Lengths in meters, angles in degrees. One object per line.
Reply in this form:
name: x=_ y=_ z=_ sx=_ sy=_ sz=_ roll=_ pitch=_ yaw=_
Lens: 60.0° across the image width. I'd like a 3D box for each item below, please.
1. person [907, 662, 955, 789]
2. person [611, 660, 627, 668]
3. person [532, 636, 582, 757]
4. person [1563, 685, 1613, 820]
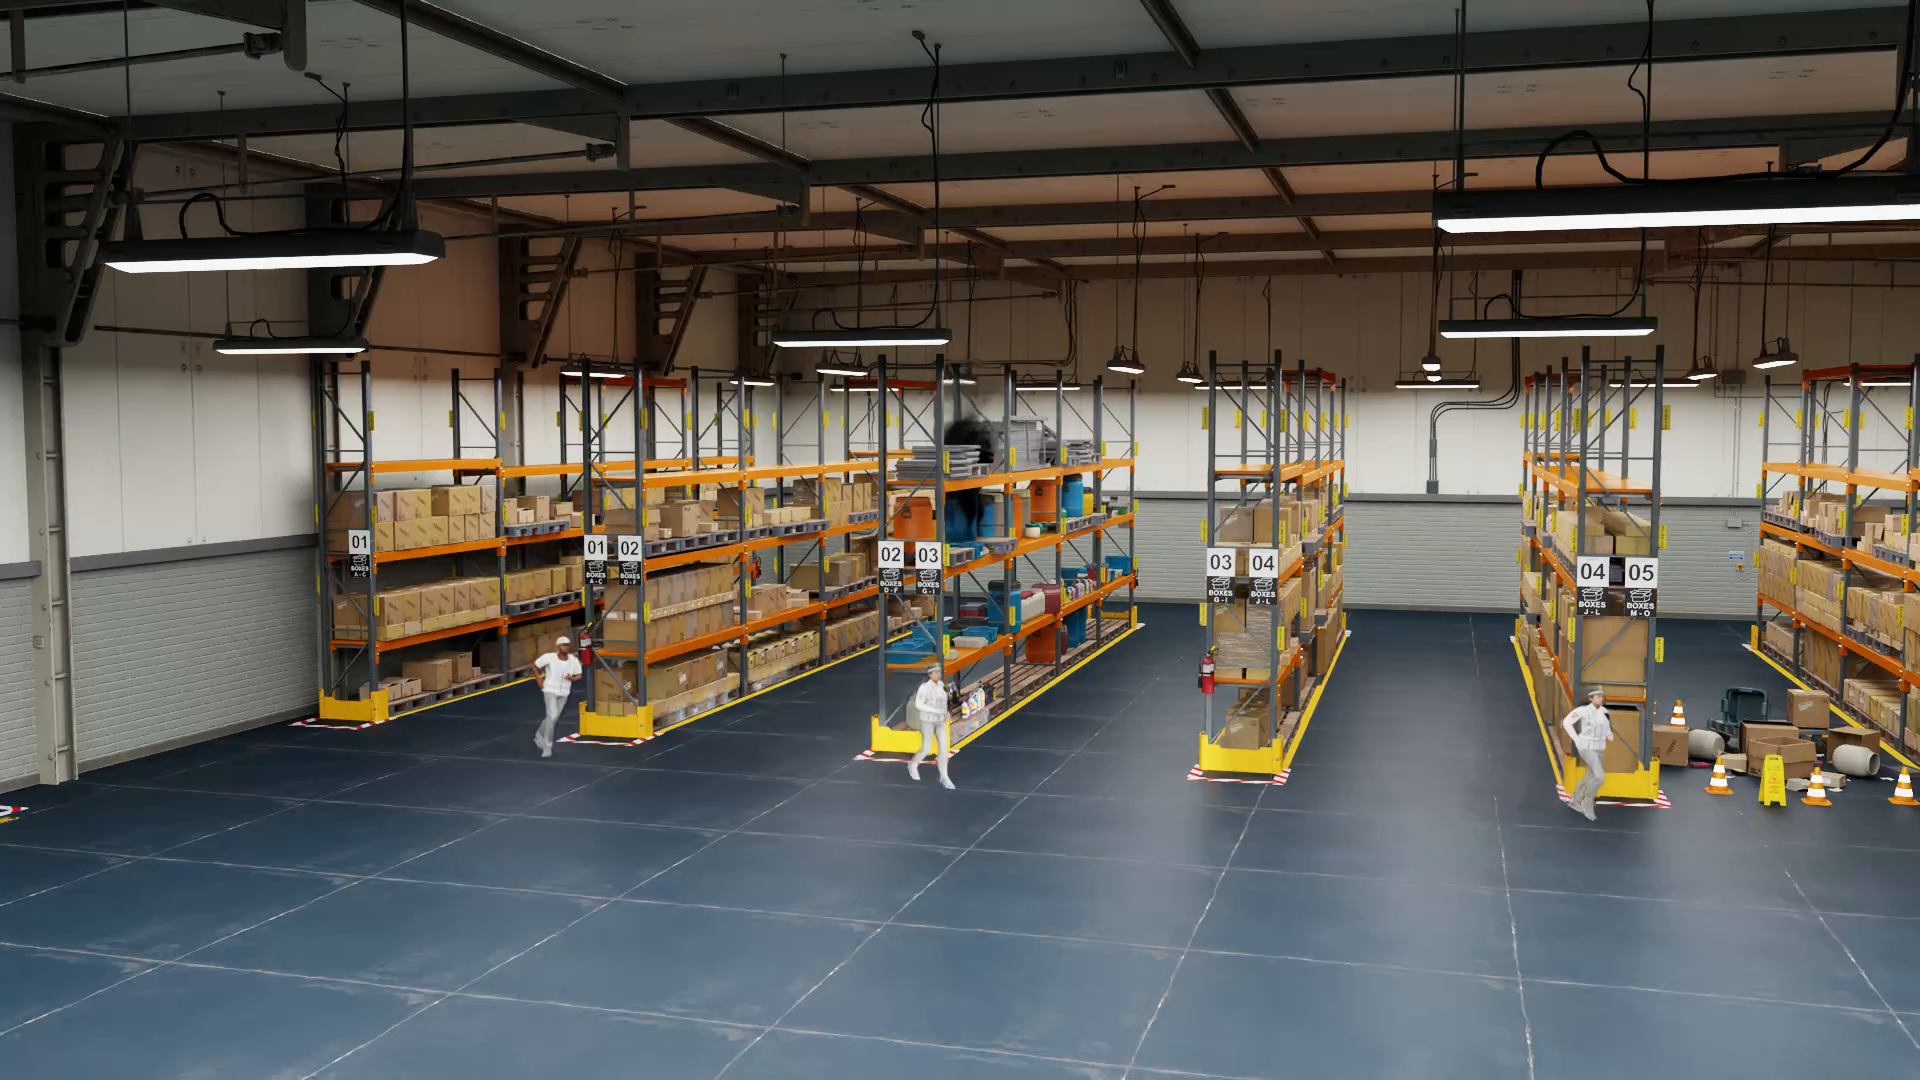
person: x=-0.384 y=2.522 z=22.888 sx=0.633 sy=1.723 sz=0.826 roll=-4 pitch=5 yaw=-41
person: x=-6.347 y=1.890 z=31.088 sx=0.665 sy=1.754 sz=0.945 roll=0 pitch=4 yaw=4
person: x=-6.122 y=2.351 z=25.218 sx=0.728 sy=1.814 sz=0.728 roll=-3 pitch=5 yaw=-39
person: x=7.948 y=2.671 z=20.981 sx=0.572 sy=1.720 sz=0.655 roll=-2 pitch=5 yaw=-27
